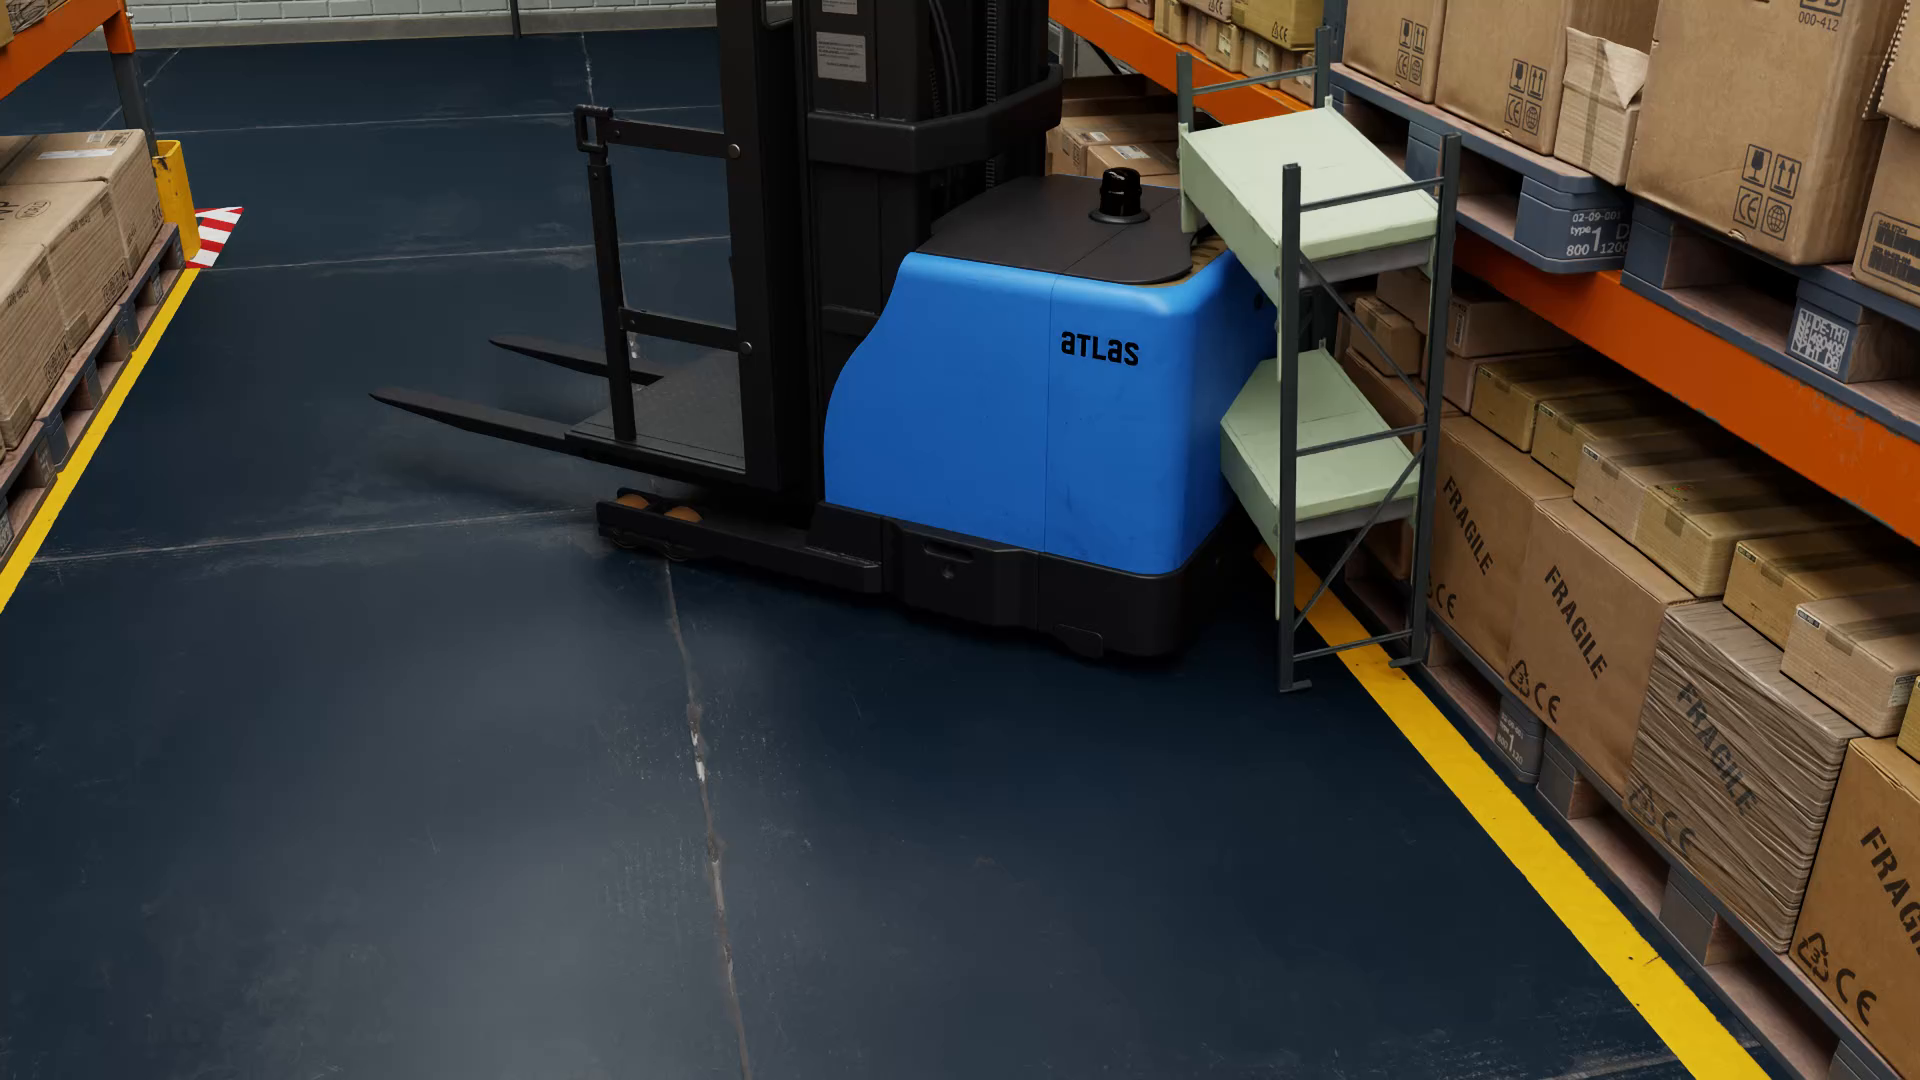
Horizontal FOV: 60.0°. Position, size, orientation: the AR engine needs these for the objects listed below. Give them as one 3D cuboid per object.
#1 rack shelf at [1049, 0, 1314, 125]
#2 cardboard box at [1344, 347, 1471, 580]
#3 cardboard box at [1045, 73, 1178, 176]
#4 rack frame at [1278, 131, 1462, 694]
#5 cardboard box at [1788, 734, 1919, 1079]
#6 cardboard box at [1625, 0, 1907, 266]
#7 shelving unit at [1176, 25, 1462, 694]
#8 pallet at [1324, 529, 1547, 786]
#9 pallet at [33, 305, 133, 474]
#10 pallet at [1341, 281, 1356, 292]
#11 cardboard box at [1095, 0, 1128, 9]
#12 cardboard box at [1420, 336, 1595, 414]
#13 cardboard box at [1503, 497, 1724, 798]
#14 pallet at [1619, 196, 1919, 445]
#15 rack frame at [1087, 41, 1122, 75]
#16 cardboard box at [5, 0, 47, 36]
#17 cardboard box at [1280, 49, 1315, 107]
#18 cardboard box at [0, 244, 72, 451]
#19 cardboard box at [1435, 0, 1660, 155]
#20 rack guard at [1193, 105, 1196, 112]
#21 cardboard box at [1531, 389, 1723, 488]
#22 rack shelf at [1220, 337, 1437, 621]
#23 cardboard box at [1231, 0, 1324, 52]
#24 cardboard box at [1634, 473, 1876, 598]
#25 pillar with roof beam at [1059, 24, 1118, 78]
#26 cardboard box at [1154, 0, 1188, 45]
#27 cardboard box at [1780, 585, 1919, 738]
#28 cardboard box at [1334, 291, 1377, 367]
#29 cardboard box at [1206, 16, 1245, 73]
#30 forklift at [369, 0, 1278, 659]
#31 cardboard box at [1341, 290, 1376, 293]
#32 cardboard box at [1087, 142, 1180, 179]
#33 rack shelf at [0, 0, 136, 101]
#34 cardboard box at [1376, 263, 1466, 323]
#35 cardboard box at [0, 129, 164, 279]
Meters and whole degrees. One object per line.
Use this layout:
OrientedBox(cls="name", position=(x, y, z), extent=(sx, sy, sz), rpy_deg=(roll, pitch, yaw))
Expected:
OrientedBox(cls="rack shelf", position=(1.056, -1.961, 6.605), extent=(1.077, 0.370, 4.000), rpy_deg=(-6, 27, -12))
OrientedBox(cls="cardboard box", position=(1.396, -0.241, 4.706), extent=(0.500, 0.500, 0.500), rpy_deg=(-5, 27, -9))
OrientedBox(cls="cardboard box", position=(0.651, -1.955, 8.100), extent=(0.797, 0.503, 0.637), rpy_deg=(-7, 28, -14))
OrientedBox(cls="rack frame", position=(0.967, -0.238, 4.018), extent=(0.400, 1.500, 0.023), rpy_deg=(-12, 36, -6))
OrientedBox(cls="cardboard box", position=(1.880, 0.666, 2.910), extent=(0.500, 0.500, 0.500), rpy_deg=(-5, 27, -9))
OrientedBox(cls="cardboard box", position=(1.691, -0.830, 2.988), extent=(0.700, 0.500, 0.500), rpy_deg=(-6, 27, -12))
OrientedBox(cls="shelving unit", position=(0.891, -0.444, 4.311), extent=(0.431, 1.500, 0.755), rpy_deg=(-12, 36, -6))
OrientedBox(cls="pallet", position=(1.727, 0.194, 4.632), extent=(1.003, 0.211, 1.213), rpy_deg=(-6, 27, -12))
OrientedBox(cls="pallet", position=(-3.702, -0.532, 6.071), extent=(1.003, 0.211, 1.213), rpy_deg=(-6, 27, -12))
OrientedBox(cls="pallet", position=(1.074, -0.998, 6.993), extent=(1.003, 0.211, 1.213), rpy_deg=(-6, 27, -12))
OrientedBox(cls="cardboard box", position=(0.733, -2.192, 6.543), extent=(0.380, 0.149, 0.250), rpy_deg=(-5, 27, -10))
OrientedBox(cls="cardboard box", position=(1.466, -0.467, 4.435), extent=(0.380, 0.149, 0.250), rpy_deg=(-7, 28, -13))
OrientedBox(cls="cardboard box", position=(1.634, 0.211, 3.810), extent=(0.500, 0.500, 0.500), rpy_deg=(-7, 28, -13))
OrientedBox(cls="pallet", position=(1.965, -0.416, 2.958), extent=(1.003, 0.211, 1.213), rpy_deg=(-6, 27, -12))
OrientedBox(cls="rack frame", position=(0.605, -3.161, 8.183), extent=(1.000, 3.000, 0.127), rpy_deg=(-6, 27, -12))
OrientedBox(cls="cardboard box", position=(-3.640, -2.068, 5.907), extent=(0.500, 0.500, 0.500), rpy_deg=(-5, 27, -10))
OrientedBox(cls="cardboard box", position=(1.189, -1.407, 4.987), extent=(0.380, 0.149, 0.250), rpy_deg=(-6, 27, -11))
OrientedBox(cls="cardboard box", position=(-3.568, -0.622, 5.531), extent=(0.875, 0.438, 0.875), rpy_deg=(-7, 28, -13))
OrientedBox(cls="cardboard box", position=(1.514, -1.174, 3.670), extent=(0.700, 0.500, 0.500), rpy_deg=(-6, 27, -11))
OrientedBox(cls="rack guard", position=(0.622, -2.011, 8.680), extent=(1.175, 0.500, 0.348), rpy_deg=(-6, 27, -12))
OrientedBox(cls="cardboard box", position=(1.610, -0.237, 3.979), extent=(0.380, 0.149, 0.250), rpy_deg=(-6, 27, -12))
OrientedBox(cls="rack shelf", position=(0.926, -0.183, 4.504), extent=(0.431, 0.370, 0.720), rpy_deg=(-12, 36, -6))
OrientedBox(cls="cardboard box", position=(1.154, -1.669, 5.064), extent=(0.500, 0.250, 0.500), rpy_deg=(-5, 27, -10))
OrientedBox(cls="cardboard box", position=(1.683, -0.014, 3.538), extent=(0.380, 0.149, 0.250), rpy_deg=(-5, 27, -10))
OrientedBox(cls="pillar with roof beam", position=(-3.319, -6.677, 8.491), extent=(9.100, 9.000, 0.400), rpy_deg=(-6, 27, -12))
OrientedBox(cls="cardboard box", position=(0.909, -1.858, 5.880), extent=(0.380, 0.149, 0.250), rpy_deg=(-6, 27, -12))
OrientedBox(cls="cardboard box", position=(1.778, 0.214, 3.085), extent=(0.380, 0.149, 0.250), rpy_deg=(-7, 28, -14))
OrientedBox(cls="cardboard box", position=(1.588, -0.706, 5.837), extent=(0.500, 0.311, 0.500), rpy_deg=(-5, 27, -10))
OrientedBox(cls="cardboard box", position=(1.027, -1.630, 5.430), extent=(0.380, 0.149, 0.250), rpy_deg=(-5, 27, -10))
OrientedBox(cls="forklift", position=(-0.554, -1.438, 4.846), extent=(3.031, 2.935, 1.130), rpy_deg=(13, 30, 24))
OrientedBox(cls="cardboard box", position=(1.490, -0.824, 6.251), extent=(0.380, 0.149, 0.250), rpy_deg=(-6, 27, -12))
OrientedBox(cls="cardboard box", position=(0.827, -1.332, 6.869), extent=(0.500, 0.500, 0.500), rpy_deg=(-5, 27, -11))
OrientedBox(cls="rack shelf", position=(-3.779, -1.456, 5.603), extent=(1.077, 0.370, 4.000), rpy_deg=(-6, 27, -12))
OrientedBox(cls="cardboard box", position=(1.387, -0.720, 4.606), extent=(0.380, 0.149, 0.250), rpy_deg=(-6, 27, -12))
OrientedBox(cls="cardboard box", position=(-3.984, -1.419, 7.110), extent=(0.875, 0.438, 0.875), rpy_deg=(-7, 28, -13))
